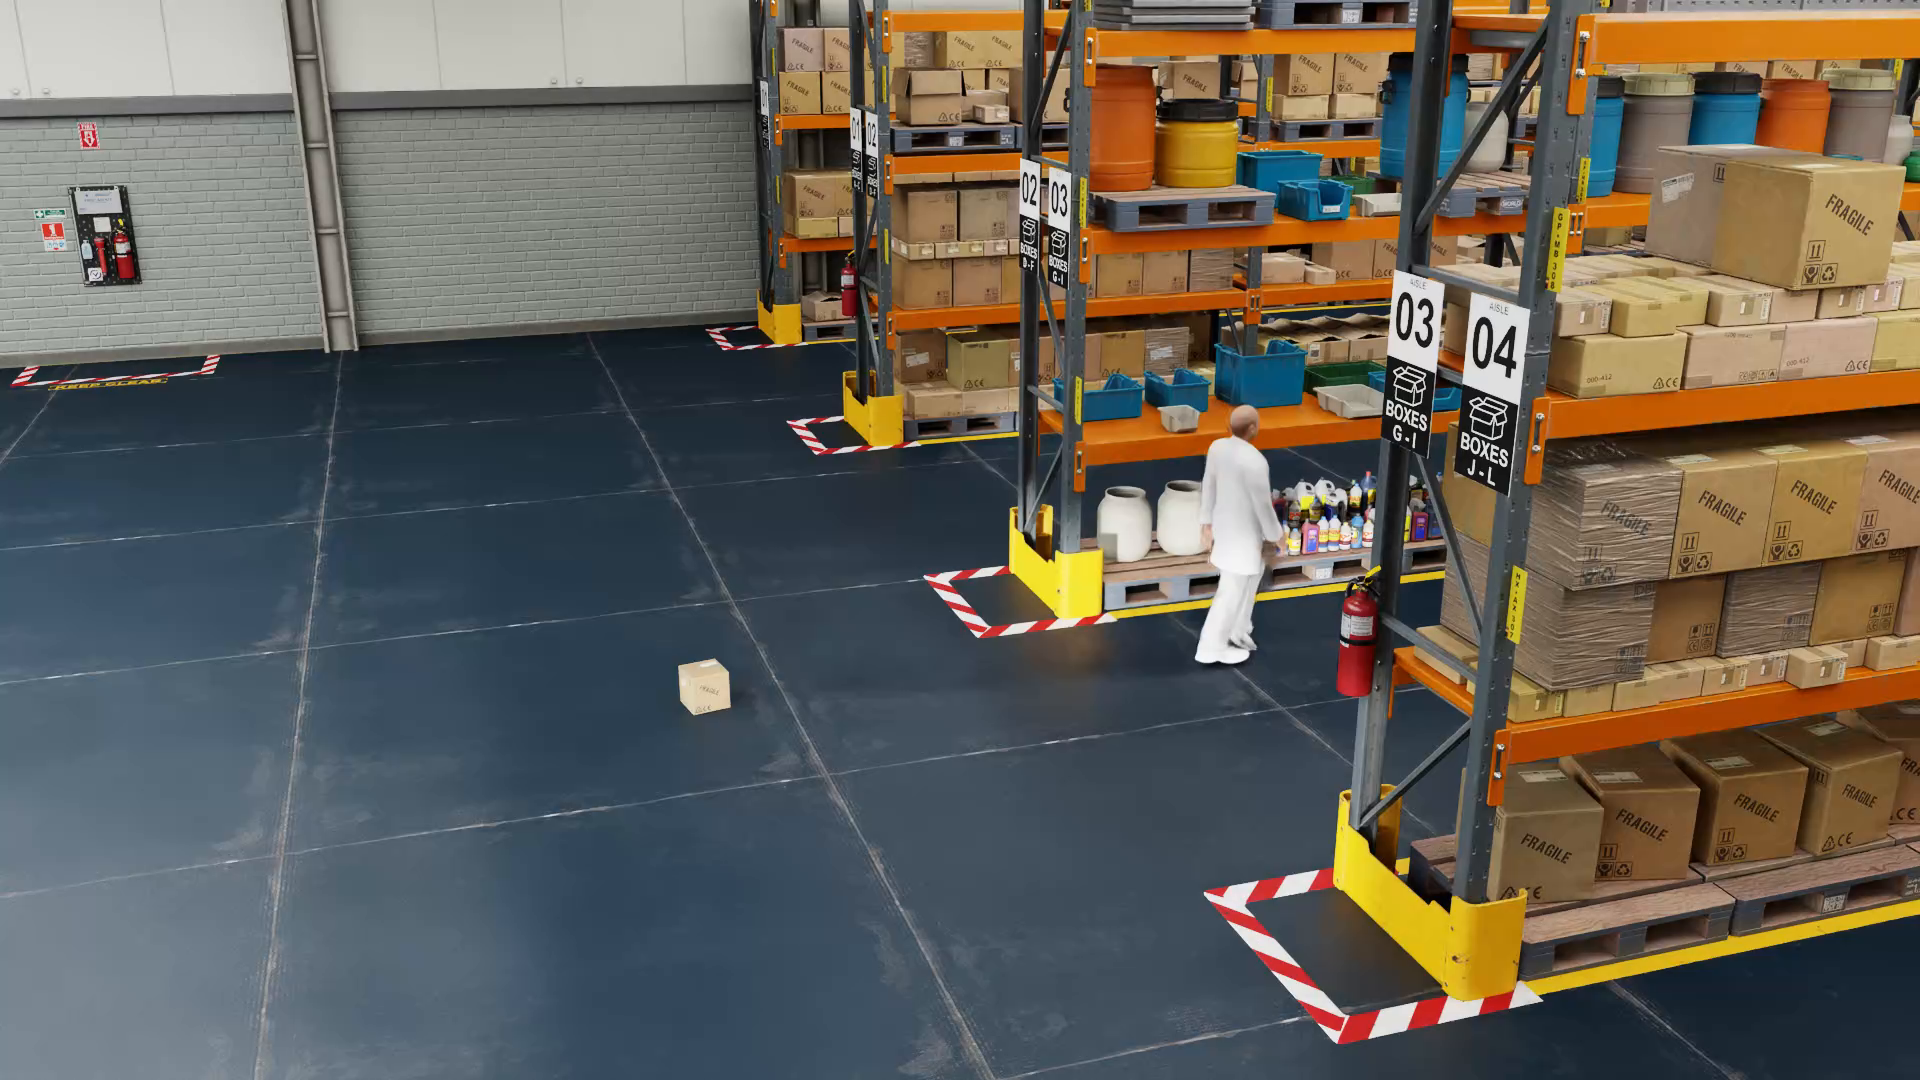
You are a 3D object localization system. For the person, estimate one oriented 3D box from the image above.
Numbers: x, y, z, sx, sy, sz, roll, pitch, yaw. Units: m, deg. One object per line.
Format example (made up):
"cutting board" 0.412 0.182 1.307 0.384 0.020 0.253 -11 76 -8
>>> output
"person" 1.859 -0.010 11.149 0.590 1.847 0.578 -6 20 -18
